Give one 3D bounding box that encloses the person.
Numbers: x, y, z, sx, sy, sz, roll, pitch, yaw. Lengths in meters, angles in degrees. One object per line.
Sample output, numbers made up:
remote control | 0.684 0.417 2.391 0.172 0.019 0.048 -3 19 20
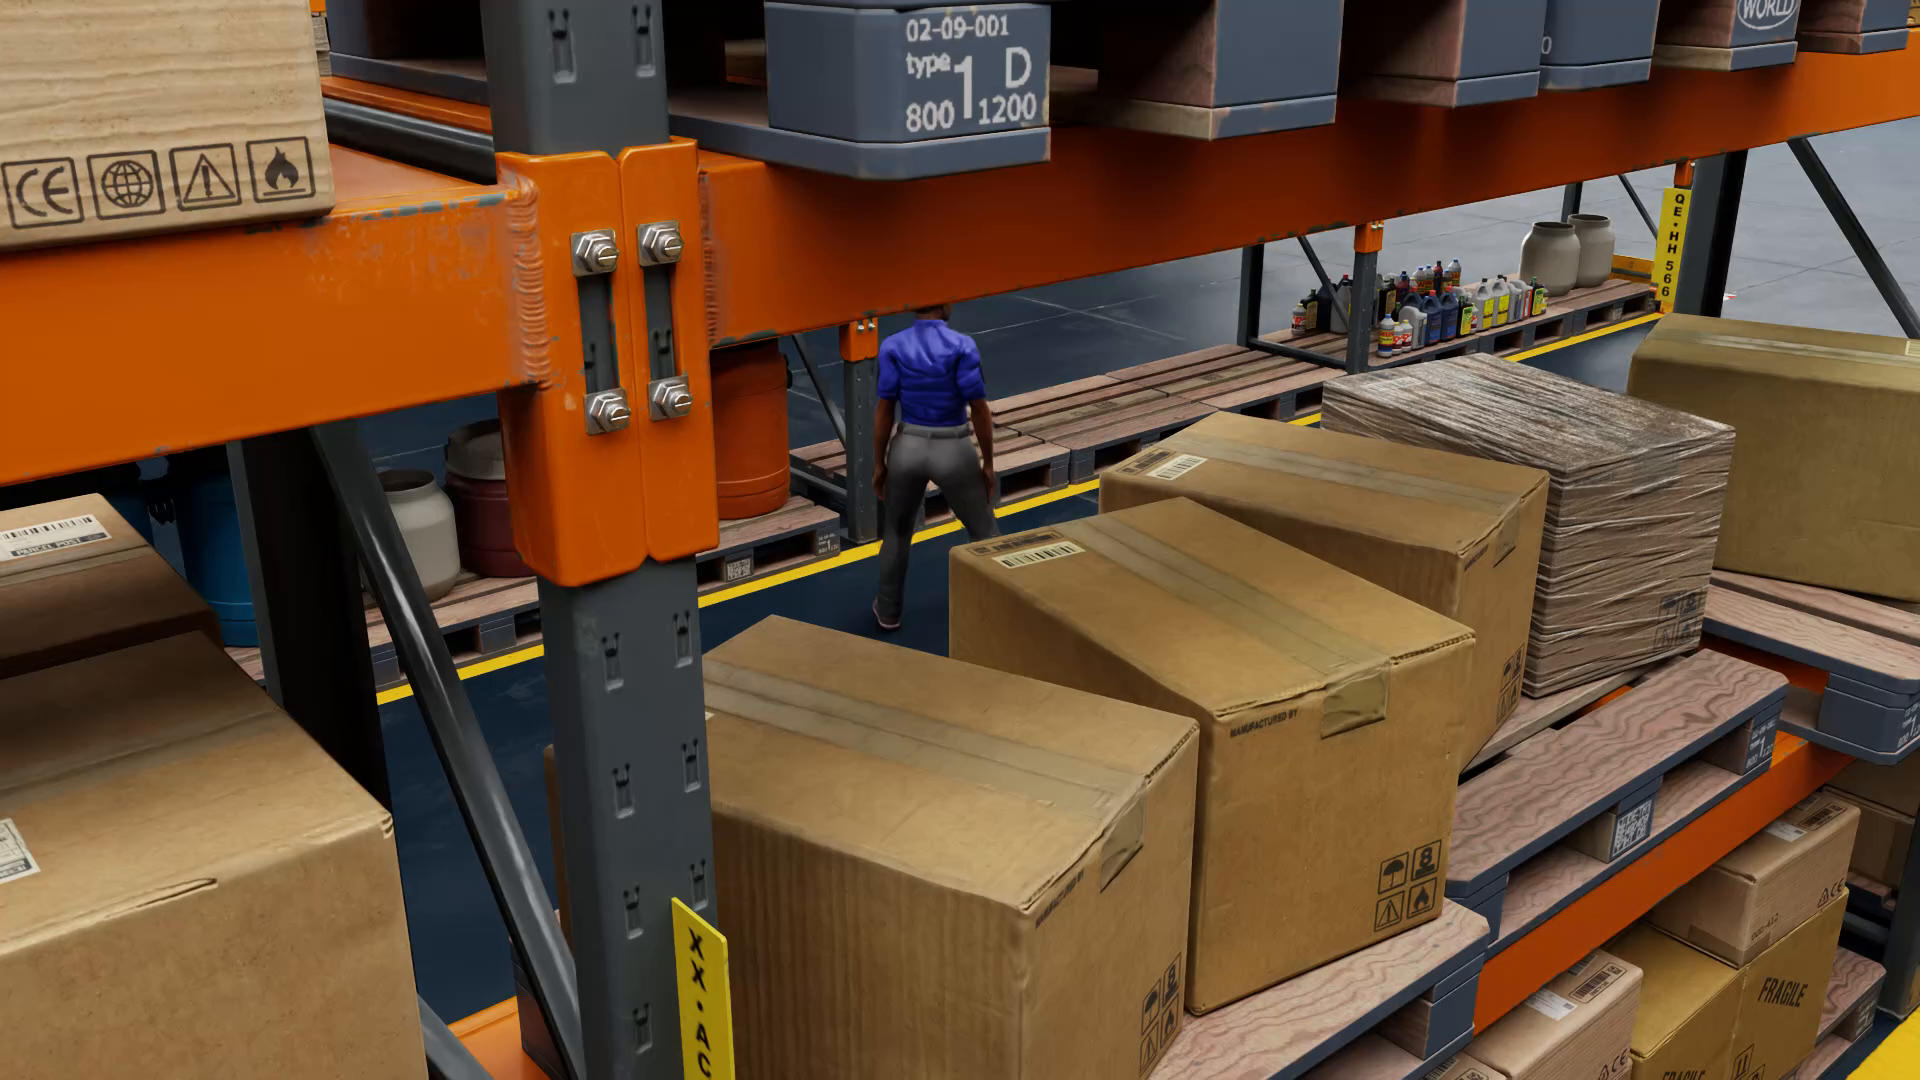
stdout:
person | -0.086 -0.327 6.937 0.707 1.630 0.684 3 21 9
